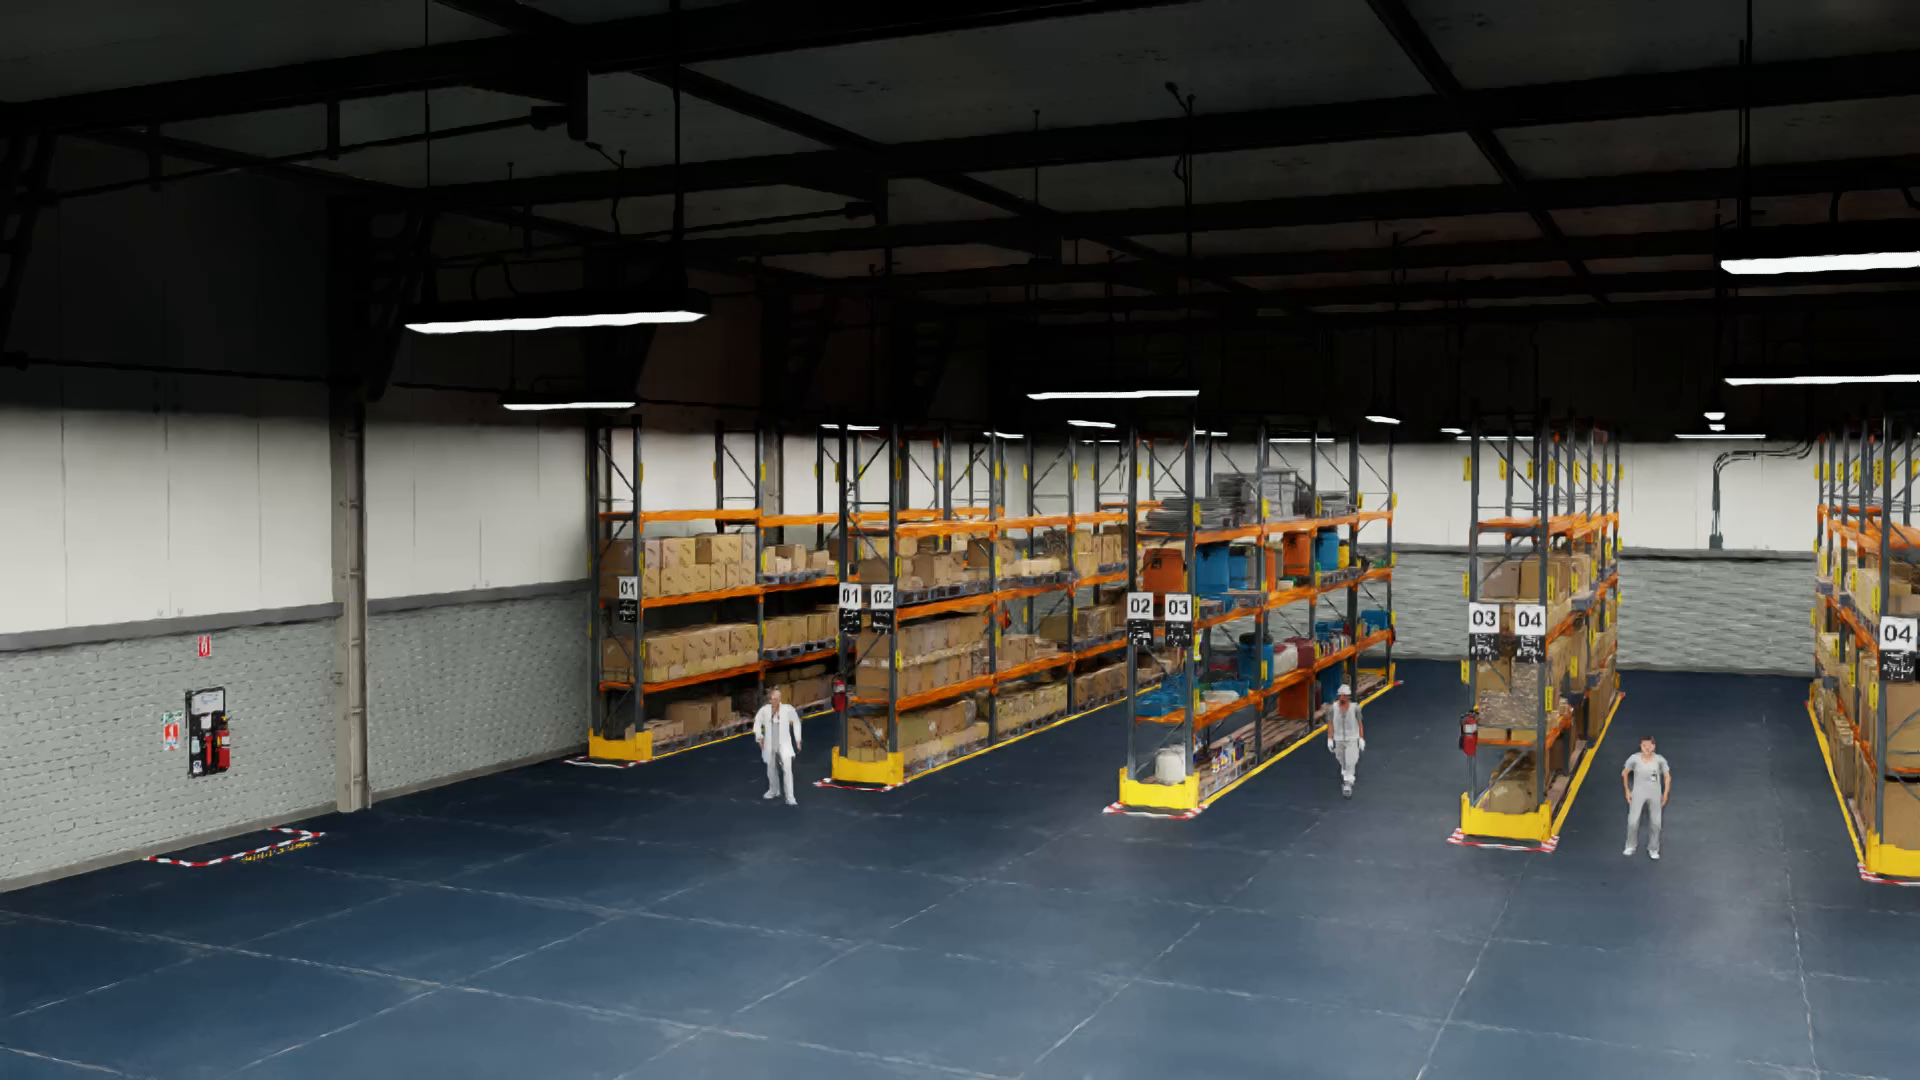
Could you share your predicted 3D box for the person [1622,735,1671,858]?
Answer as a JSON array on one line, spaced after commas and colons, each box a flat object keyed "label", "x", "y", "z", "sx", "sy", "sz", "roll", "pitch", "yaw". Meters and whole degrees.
[{"label": "person", "x": 8.881, "y": 3.312, "z": 21.527, "sx": 0.580, "sy": 1.619, "sz": 0.507, "roll": 1, "pitch": 3, "yaw": 23}]

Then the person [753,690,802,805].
[{"label": "person", "x": -2.739, "y": 3.099, "z": 25.131, "sx": 0.735, "sy": 1.712, "sz": 0.905, "roll": 0, "pitch": 2, "yaw": 8}]

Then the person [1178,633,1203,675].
[{"label": "person", "x": 5.006, "y": 2.621, "z": 36.143, "sx": 0.661, "sy": 1.762, "sz": 0.559, "roll": -2, "pitch": 3, "yaw": -37}]

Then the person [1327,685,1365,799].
[{"label": "person", "x": 5.929, "y": 3.076, "z": 25.639, "sx": 0.553, "sy": 1.709, "sz": 1.123, "roll": 1, "pitch": 3, "yaw": 27}]
